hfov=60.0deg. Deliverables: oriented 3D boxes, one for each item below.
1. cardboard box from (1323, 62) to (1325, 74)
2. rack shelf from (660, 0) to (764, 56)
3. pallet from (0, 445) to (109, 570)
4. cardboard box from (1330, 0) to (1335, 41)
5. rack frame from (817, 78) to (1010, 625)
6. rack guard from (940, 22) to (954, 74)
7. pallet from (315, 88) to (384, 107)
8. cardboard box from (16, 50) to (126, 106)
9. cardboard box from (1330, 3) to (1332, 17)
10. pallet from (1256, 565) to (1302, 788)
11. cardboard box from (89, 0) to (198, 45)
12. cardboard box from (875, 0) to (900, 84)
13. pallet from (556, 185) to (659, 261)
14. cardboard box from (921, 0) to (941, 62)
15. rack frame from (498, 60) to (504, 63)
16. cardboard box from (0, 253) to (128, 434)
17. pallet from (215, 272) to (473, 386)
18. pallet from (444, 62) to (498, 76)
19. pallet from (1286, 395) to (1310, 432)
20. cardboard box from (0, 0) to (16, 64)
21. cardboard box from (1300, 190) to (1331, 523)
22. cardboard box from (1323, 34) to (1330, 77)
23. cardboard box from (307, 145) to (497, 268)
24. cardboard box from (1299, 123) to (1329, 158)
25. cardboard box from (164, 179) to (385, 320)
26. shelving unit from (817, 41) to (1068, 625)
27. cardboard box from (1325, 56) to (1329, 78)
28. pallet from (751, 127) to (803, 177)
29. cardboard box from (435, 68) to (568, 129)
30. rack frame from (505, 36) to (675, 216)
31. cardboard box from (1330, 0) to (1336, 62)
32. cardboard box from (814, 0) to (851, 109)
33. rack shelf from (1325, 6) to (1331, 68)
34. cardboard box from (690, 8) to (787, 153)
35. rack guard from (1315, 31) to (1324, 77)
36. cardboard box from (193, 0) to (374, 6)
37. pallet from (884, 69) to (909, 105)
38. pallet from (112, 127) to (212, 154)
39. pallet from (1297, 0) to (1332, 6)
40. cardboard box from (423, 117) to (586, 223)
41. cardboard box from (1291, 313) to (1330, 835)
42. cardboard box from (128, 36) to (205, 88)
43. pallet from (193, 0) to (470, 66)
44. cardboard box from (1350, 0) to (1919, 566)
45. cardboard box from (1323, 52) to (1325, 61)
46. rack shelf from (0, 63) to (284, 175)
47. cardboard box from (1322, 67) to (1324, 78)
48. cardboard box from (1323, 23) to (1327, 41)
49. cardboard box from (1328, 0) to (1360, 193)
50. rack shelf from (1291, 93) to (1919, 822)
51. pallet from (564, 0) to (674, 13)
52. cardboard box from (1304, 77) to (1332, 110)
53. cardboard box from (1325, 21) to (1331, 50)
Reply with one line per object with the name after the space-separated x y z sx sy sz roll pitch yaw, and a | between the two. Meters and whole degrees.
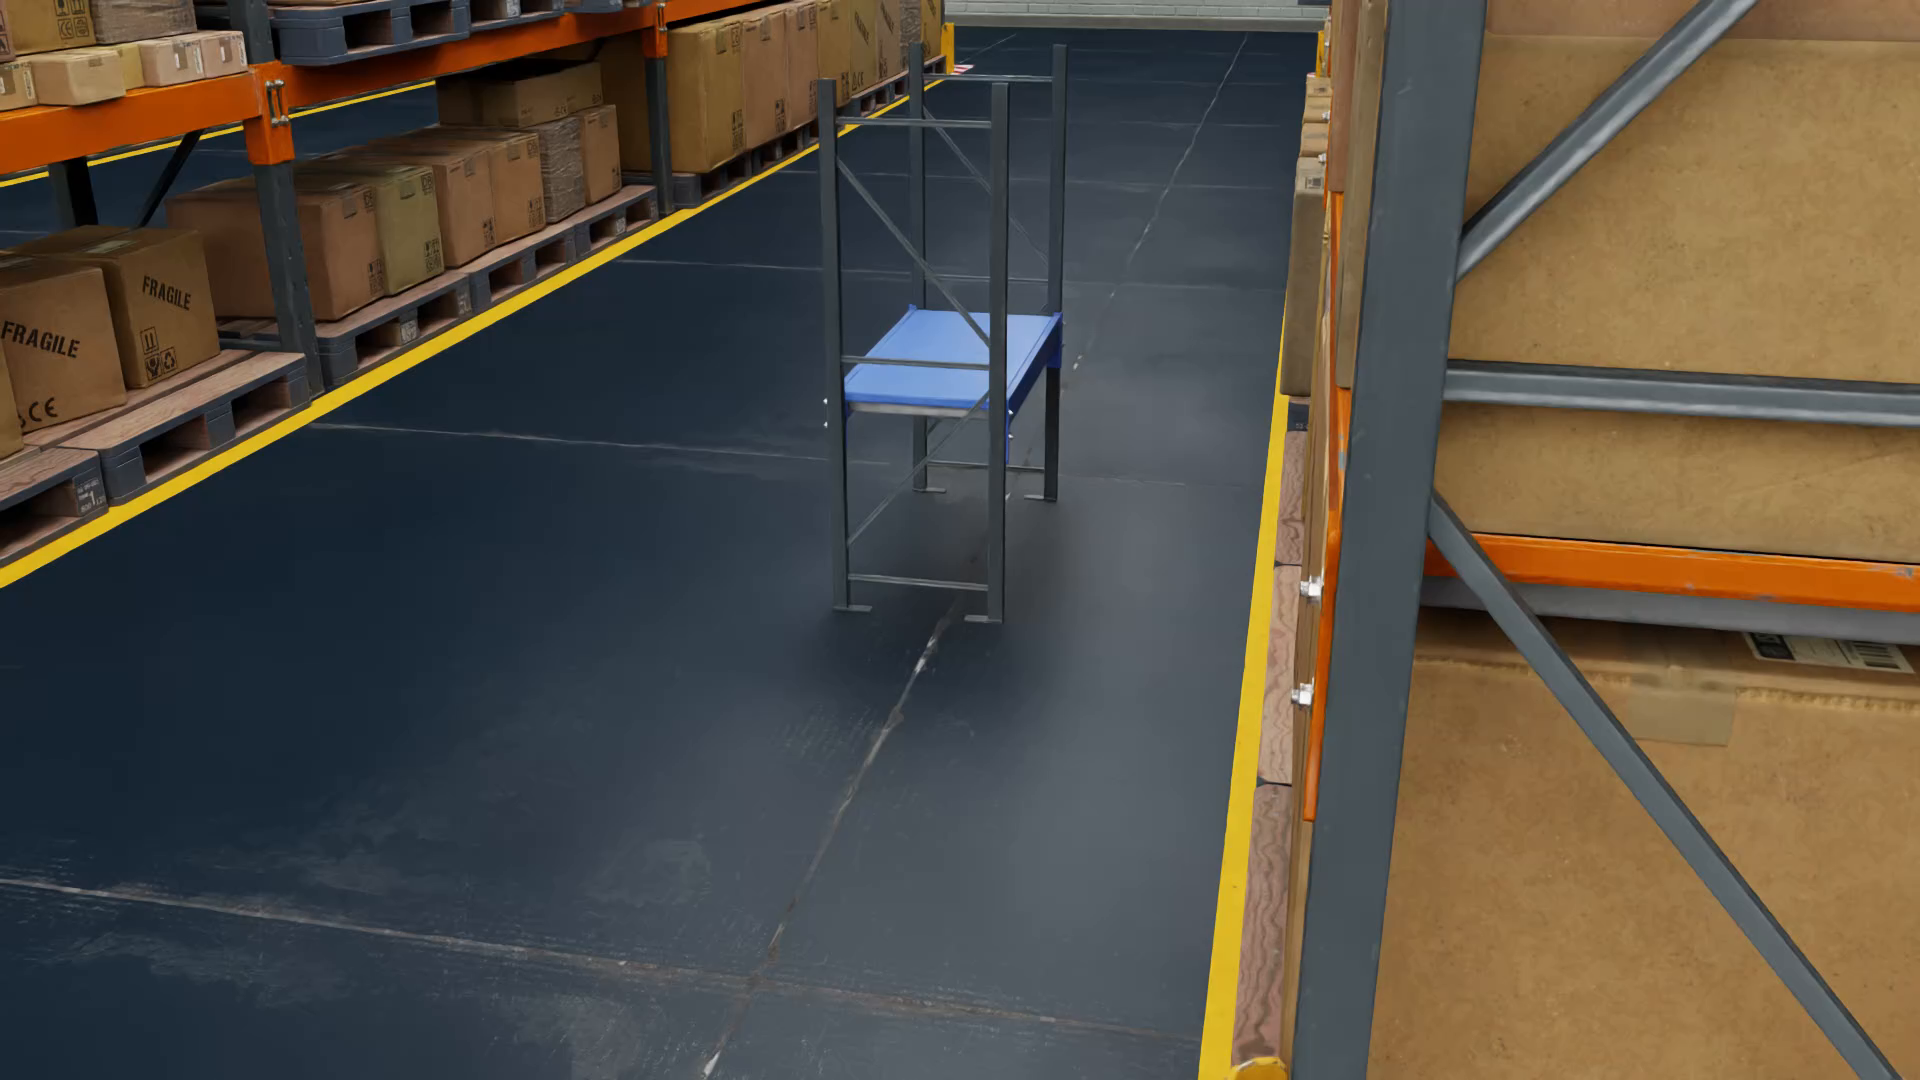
2.944 -3.303 12.323 0.500 0.500 0.500 5 23 13 | cardboard box
-1.888 -3.867 11.904 1.077 0.370 4.000 4 22 11 | rack shelf
-3.462 -0.017 5.114 1.003 0.211 1.213 4 22 11 | pallet
1.875 -2.405 7.175 0.500 0.500 0.500 4 22 10 | cardboard box
-0.121 -0.479 4.534 0.500 1.500 0.032 4 22 11 | rack frame
-0.659 -5.245 17.707 1.175 0.500 0.348 4 22 11 | rack guard
-6.217 -4.288 15.719 1.003 0.211 1.213 4 22 11 | pallet
-2.981 -1.512 5.428 0.380 0.149 0.250 4 22 11 | cardboard box
2.183 -2.957 8.547 0.500 0.500 0.500 5 22 12 | cardboard box
1.244 0.422 4.024 1.003 0.211 1.213 4 22 11 | pallet
-3.265 -2.031 5.850 0.875 0.500 0.500 4 22 11 | cardboard box
-1.084 -4.706 15.306 0.875 0.875 0.875 4 22 11 | cardboard box
-2.457 -1.890 9.765 1.003 0.211 1.213 4 22 11 | pallet
-0.716 -5.364 16.940 0.875 0.875 0.875 4 22 11 | cardboard box
-5.513 -6.773 18.155 1.000 3.000 0.127 4 22 11 | rack frame
-3.343 -0.689 5.832 0.500 0.500 0.500 12 25 28 | cardboard box
-2.955 -0.998 7.549 1.003 0.211 1.213 4 22 11 | pallet
-5.719 -5.181 17.935 1.003 0.211 1.213 4 22 11 | pallet
1.806 -0.586 6.526 1.003 0.211 1.213 4 22 11 | pallet
-3.405 -1.660 4.929 0.875 0.500 0.500 4 22 11 | cardboard box
1.526 -0.576 5.051 0.875 0.875 0.875 5 22 12 | cardboard box
2.731 -3.269 11.236 0.500 0.250 0.500 5 23 13 | cardboard box
-2.737 -1.652 8.197 0.700 0.500 0.500 3 22 6 | cardboard box
1.962 -1.329 7.088 1.050 0.750 0.750 4 22 11 | cardboard box
-2.966 -1.274 7.259 0.700 0.500 0.500 3 22 7 | cardboard box
-0.017 -0.664 4.996 0.538 1.500 1.048 4 22 11 | shelving unit
2.422 -2.708 9.842 0.500 0.250 0.500 4 22 10 | cardboard box
-1.811 -2.904 12.280 1.003 0.211 1.213 4 22 11 | pallet
-2.502 -2.420 9.100 0.500 0.250 0.500 7 23 17 | cardboard box
-2.296 -3.470 9.953 1.000 3.000 0.127 4 22 11 | rack frame
1.670 -2.034 6.255 0.500 0.500 0.500 4 22 10 | cardboard box
-1.591 -3.906 13.319 1.225 0.875 0.875 5 22 11 | cardboard box
2.947 -3.452 10.873 1.077 0.370 4.000 4 22 11 | rack shelf
-1.946 -3.255 11.703 1.225 0.875 0.875 5 22 11 | cardboard box
4.155 -4.793 16.585 1.175 0.500 0.348 4 22 11 | rack guard
-2.813 -2.760 6.825 1.000 1.000 1.000 5 22 11 | cardboard box
-1.002 -4.359 15.893 1.003 0.211 1.213 4 22 11 | pallet
-6.774 -3.290 13.240 1.003 0.211 1.213 4 22 11 | pallet
2.580 -3.234 9.626 1.213 0.211 1.003 4 22 11 | pallet
-2.514 -2.064 9.220 0.700 0.500 0.500 3 22 6 | cardboard box
1.157 0.087 3.404 0.875 0.875 0.875 4 22 10 | cardboard box
-2.929 -1.698 5.892 0.380 0.149 0.250 4 22 11 | cardboard box
-2.814 -2.186 7.023 1.003 0.211 1.213 4 22 11 | pallet
0.938 -0.337 1.976 0.875 0.550 0.550 4 22 11 | cardboard box
3.580 -4.541 15.469 0.380 0.149 0.250 5 23 13 | cardboard box
-3.521 -0.942 4.639 1.077 0.370 4.000 4 22 11 | rack shelf
3.151 -3.767 13.548 0.380 0.149 0.250 3 22 8 | cardboard box
3.616 -4.771 15.641 0.380 0.149 0.250 4 22 11 | cardboard box
1.343 -1.134 3.953 0.875 0.550 0.550 4 22 11 | cardboard box
1.314 -0.526 3.609 1.077 0.370 4.000 4 22 11 | rack shelf
-2.338 -3.112 9.322 1.213 0.211 1.003 4 22 11 | pallet
2.326 -1.990 8.729 1.050 0.750 0.750 4 22 10 | cardboard box
2.945 -3.650 12.182 0.500 0.250 0.500 3 22 9 | cardboard box
